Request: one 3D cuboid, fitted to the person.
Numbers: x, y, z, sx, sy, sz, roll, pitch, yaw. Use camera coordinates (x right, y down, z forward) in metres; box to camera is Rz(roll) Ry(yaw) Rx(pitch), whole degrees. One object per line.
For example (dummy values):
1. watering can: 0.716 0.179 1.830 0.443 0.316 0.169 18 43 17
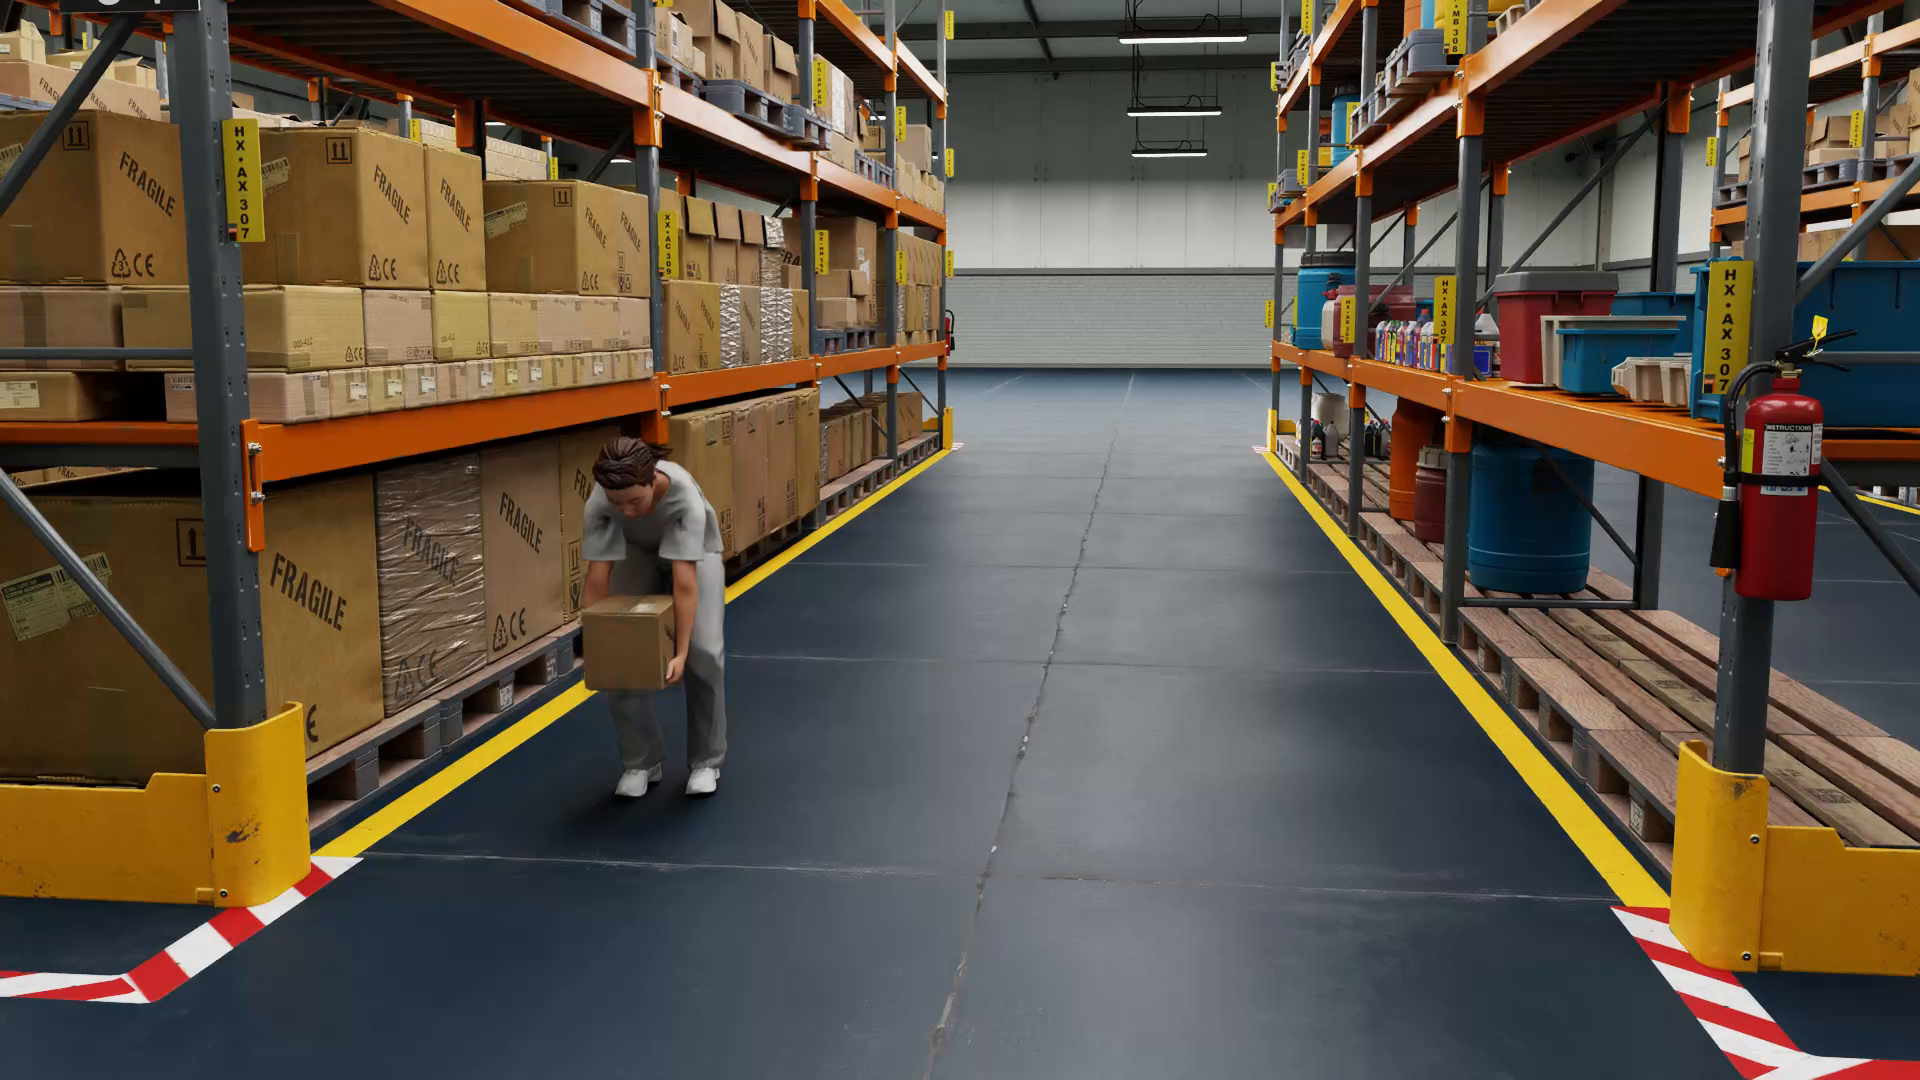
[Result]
1. person: -1.012 0.260 5.491 0.423 1.246 0.828 1 8 4
